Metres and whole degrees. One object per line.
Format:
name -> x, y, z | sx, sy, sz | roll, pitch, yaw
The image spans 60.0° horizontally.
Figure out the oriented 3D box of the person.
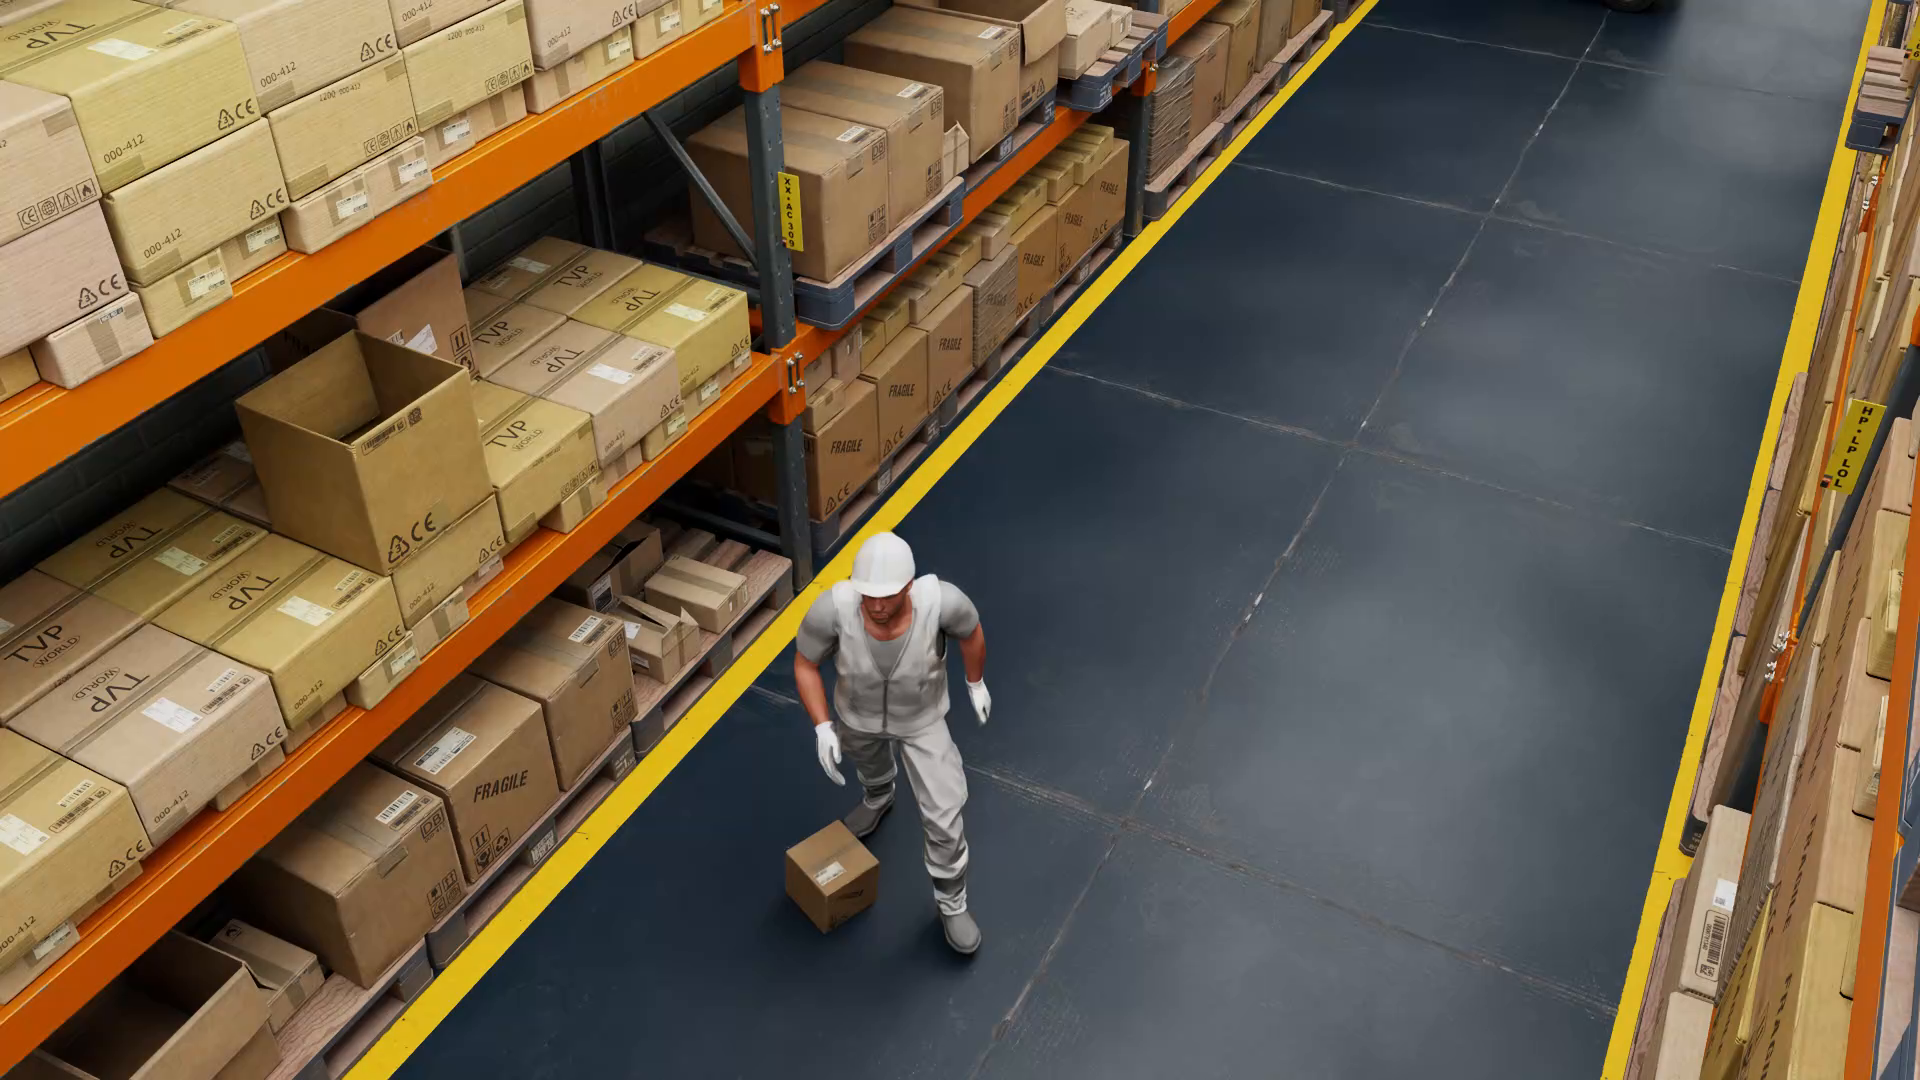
person -> -0.221, 0.605, 5.869 | 0.679, 1.718, 0.819 | 4, 38, 5
